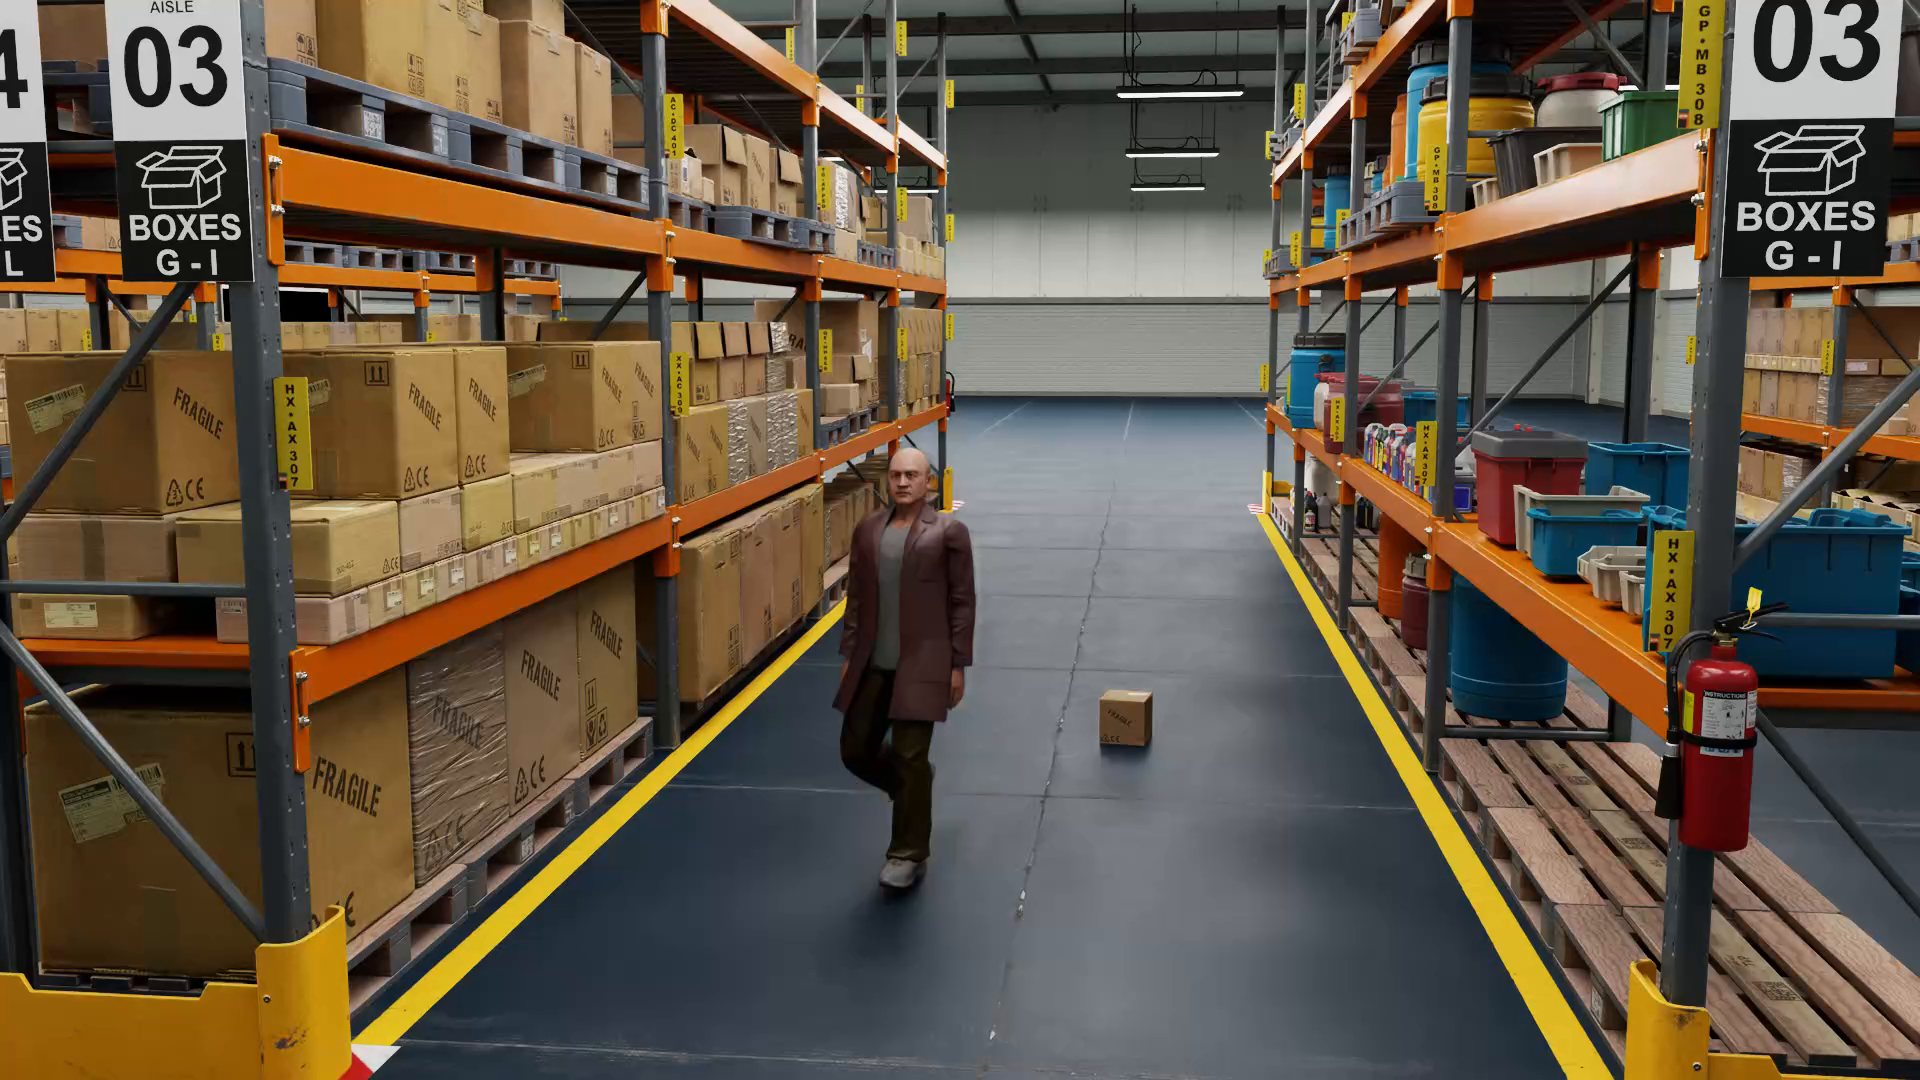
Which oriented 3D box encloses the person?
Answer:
[{"bbox_3d":[-0.228,0.499,6.861,0.585,1.759,0.695,3,8,25],"label":"person"}]
